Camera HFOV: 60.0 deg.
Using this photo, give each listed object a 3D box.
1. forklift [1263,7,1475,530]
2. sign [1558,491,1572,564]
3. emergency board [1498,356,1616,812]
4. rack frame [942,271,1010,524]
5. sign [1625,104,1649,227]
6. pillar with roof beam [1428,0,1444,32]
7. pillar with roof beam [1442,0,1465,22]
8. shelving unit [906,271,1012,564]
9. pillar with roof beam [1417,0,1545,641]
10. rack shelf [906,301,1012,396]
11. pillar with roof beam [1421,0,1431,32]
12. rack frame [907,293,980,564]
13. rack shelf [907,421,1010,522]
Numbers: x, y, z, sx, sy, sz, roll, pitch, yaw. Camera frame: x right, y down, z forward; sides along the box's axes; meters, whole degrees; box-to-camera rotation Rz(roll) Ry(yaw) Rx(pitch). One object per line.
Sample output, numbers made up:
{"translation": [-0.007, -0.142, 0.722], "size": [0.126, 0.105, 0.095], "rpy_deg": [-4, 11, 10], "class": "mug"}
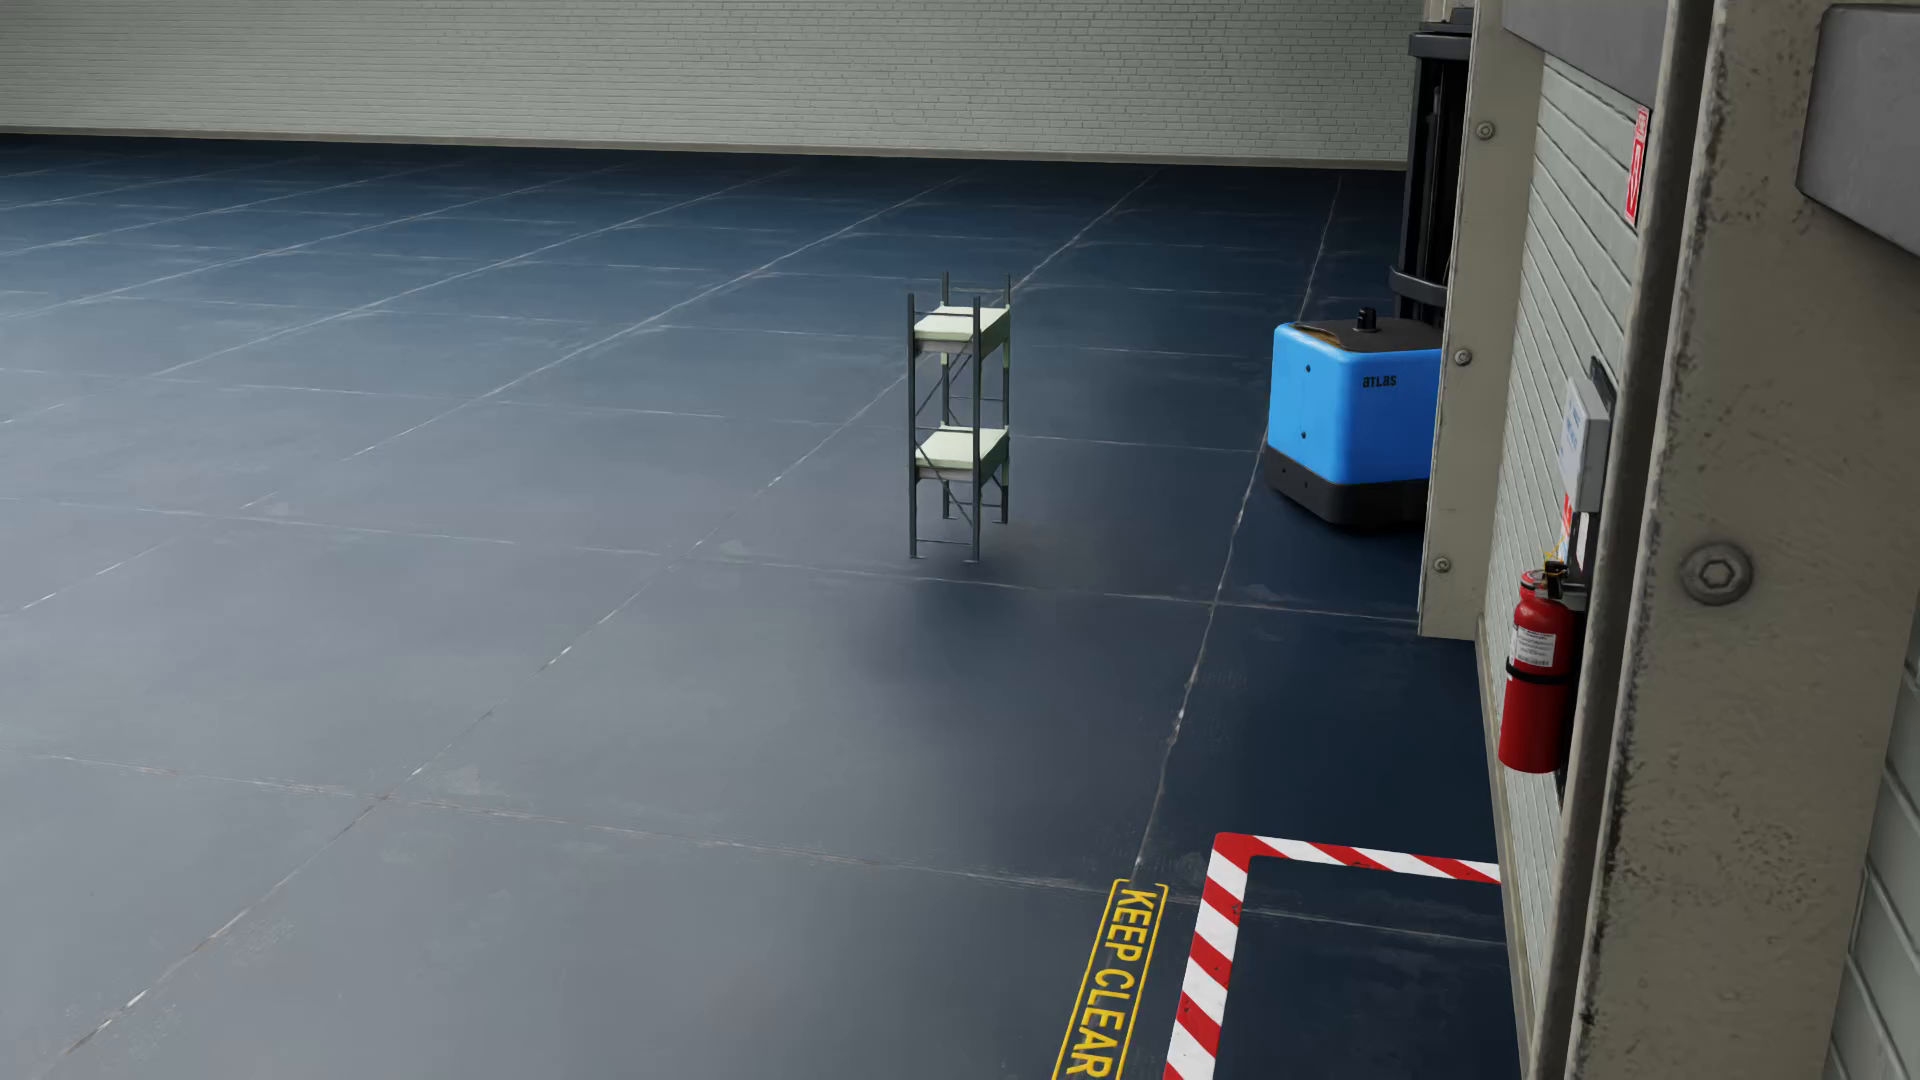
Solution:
{"translation": [3.506, -1.691, 10.104], "size": [3.031, 2.935, 1.130], "rpy_deg": [-5, 19, -14], "class": "forklift"}
{"translation": [1.893, -0.066, 5.185], "size": [0.001, 0.329, 0.234], "rpy_deg": [5, 19, 13], "class": "sign"}
{"translation": [1.658, 0.116, 4.707], "size": [0.194, 1.169, 0.643], "rpy_deg": [5, 19, 13], "class": "emergency board"}
{"translation": [0.091, -0.827, 9.787], "size": [0.400, 1.500, 0.023], "rpy_deg": [5, 19, 13], "class": "rack frame"}
{"translation": [1.756, -0.976, 4.317], "size": [0.001, 0.298, 0.199], "rpy_deg": [5, 19, 13], "class": "sign"}
{"translation": [1.240, -7.933, 18.992], "size": [9.100, 9.000, 0.400], "rpy_deg": [5, 19, 13], "class": "pillar with roof beam"}
{"translation": [-0.226, -6.053, 13.486], "size": [9.100, 9.000, 0.400], "rpy_deg": [5, 19, 13], "class": "pillar with roof beam"}
{"translation": [0.002, -0.712, 9.451], "size": [0.431, 1.500, 0.755], "rpy_deg": [5, 19, 13], "class": "shelving unit"}
{"translation": [-1.692, -4.172, 7.980], "size": [9.100, 9.000, 0.400], "rpy_deg": [5, 19, 13], "class": "pillar with roof beam"}
{"translation": [0.002, -1.081, 9.325], "size": [0.431, 0.370, 0.720], "rpy_deg": [5, 19, 13], "class": "rack shelf"}
{"translation": [2.706, -9.814, 24.497], "size": [9.100, 9.000, 0.400], "rpy_deg": [5, 19, 13], "class": "pillar with roof beam"}
{"translation": [-0.088, -0.597, 9.115], "size": [0.400, 1.500, 0.023], "rpy_deg": [5, 19, 13], "class": "rack frame"}
{"translation": [0.002, -0.403, 9.557], "size": [0.431, 0.370, 0.720], "rpy_deg": [5, 19, 13], "class": "rack shelf"}
